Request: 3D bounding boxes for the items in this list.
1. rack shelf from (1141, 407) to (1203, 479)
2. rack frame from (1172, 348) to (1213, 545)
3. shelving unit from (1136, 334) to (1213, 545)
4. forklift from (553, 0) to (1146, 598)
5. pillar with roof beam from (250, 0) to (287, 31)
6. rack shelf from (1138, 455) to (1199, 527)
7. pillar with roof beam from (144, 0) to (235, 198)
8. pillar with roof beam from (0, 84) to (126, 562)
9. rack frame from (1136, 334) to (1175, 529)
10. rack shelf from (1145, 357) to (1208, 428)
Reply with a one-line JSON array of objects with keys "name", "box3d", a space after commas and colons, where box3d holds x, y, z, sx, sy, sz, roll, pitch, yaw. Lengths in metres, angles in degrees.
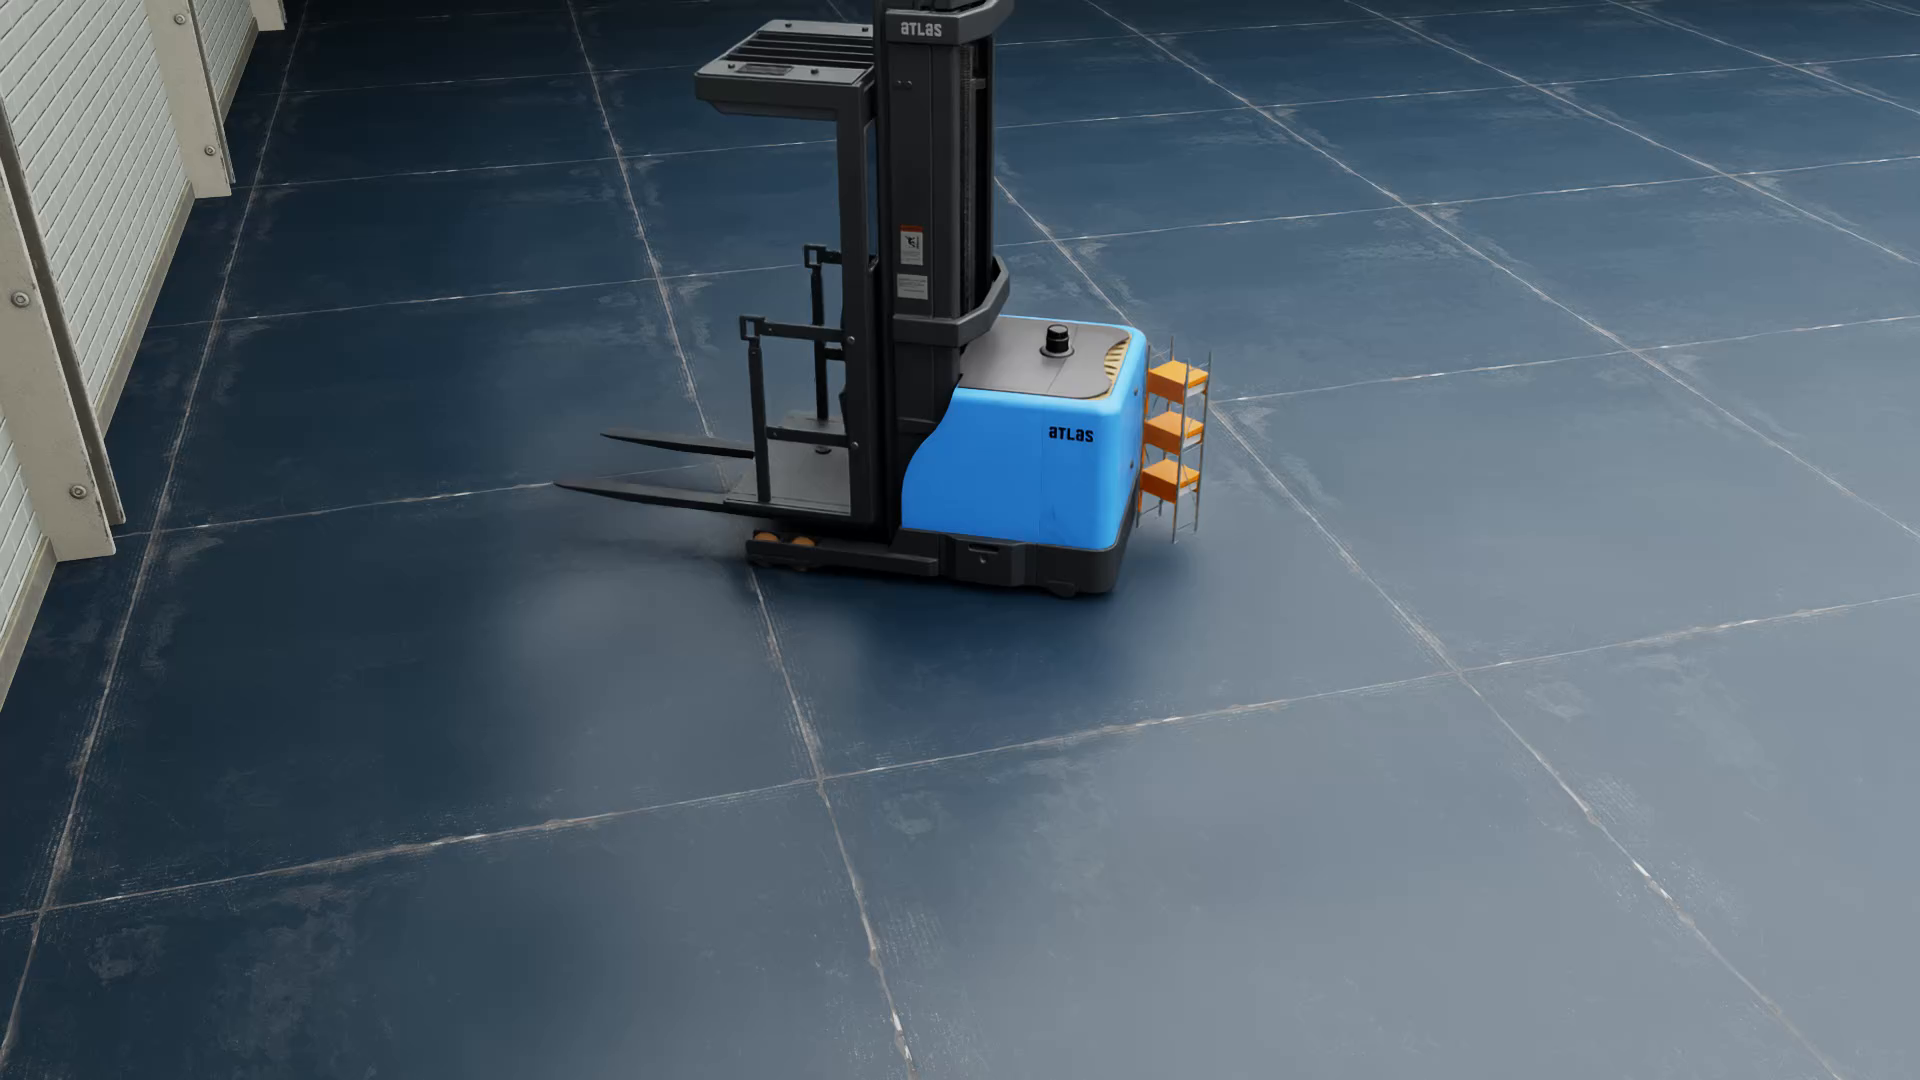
[{"name": "rack shelf", "box3d": [1.102, -0.501, 8.583, 0.215, 0.259, 0.240, -25, 38, -38]}, {"name": "rack frame", "box3d": [1.187, -0.468, 8.503, 0.200, 1.050, 0.008, -25, 38, -38]}, {"name": "shelving unit", "box3d": [1.102, -0.511, 8.578, 0.215, 1.050, 0.252, -25, 38, -38]}, {"name": "forklift", "box3d": [-0.612, -1.364, 8.181, 3.031, 2.935, 1.130, 7, 31, 11]}, {"name": "pillar with roof beam", "box3d": [-3.620, -10.263, 17.498, 9.100, 9.000, 0.400, -8, 31, -13]}, {"name": "rack shelf", "box3d": [1.100, -0.258, 8.719, 0.215, 0.259, 0.240, -25, 38, -38]}, {"name": "pillar with roof beam", "box3d": [-2.027, -7.365, 12.491, 9.100, 9.000, 0.400, -8, 31, -13]}, {"name": "pillar with roof beam", "box3d": [-0.435, -4.467, 7.484, 9.100, 9.000, 0.400, -8, 31, -13]}, {"name": "rack frame", "box3d": [1.016, -0.553, 8.654, 0.200, 1.050, 0.008, -25, 38, -38]}, {"name": "rack shelf", "box3d": [1.104, -0.749, 8.445, 0.215, 0.259, 0.240, -25, 38, -38]}]
